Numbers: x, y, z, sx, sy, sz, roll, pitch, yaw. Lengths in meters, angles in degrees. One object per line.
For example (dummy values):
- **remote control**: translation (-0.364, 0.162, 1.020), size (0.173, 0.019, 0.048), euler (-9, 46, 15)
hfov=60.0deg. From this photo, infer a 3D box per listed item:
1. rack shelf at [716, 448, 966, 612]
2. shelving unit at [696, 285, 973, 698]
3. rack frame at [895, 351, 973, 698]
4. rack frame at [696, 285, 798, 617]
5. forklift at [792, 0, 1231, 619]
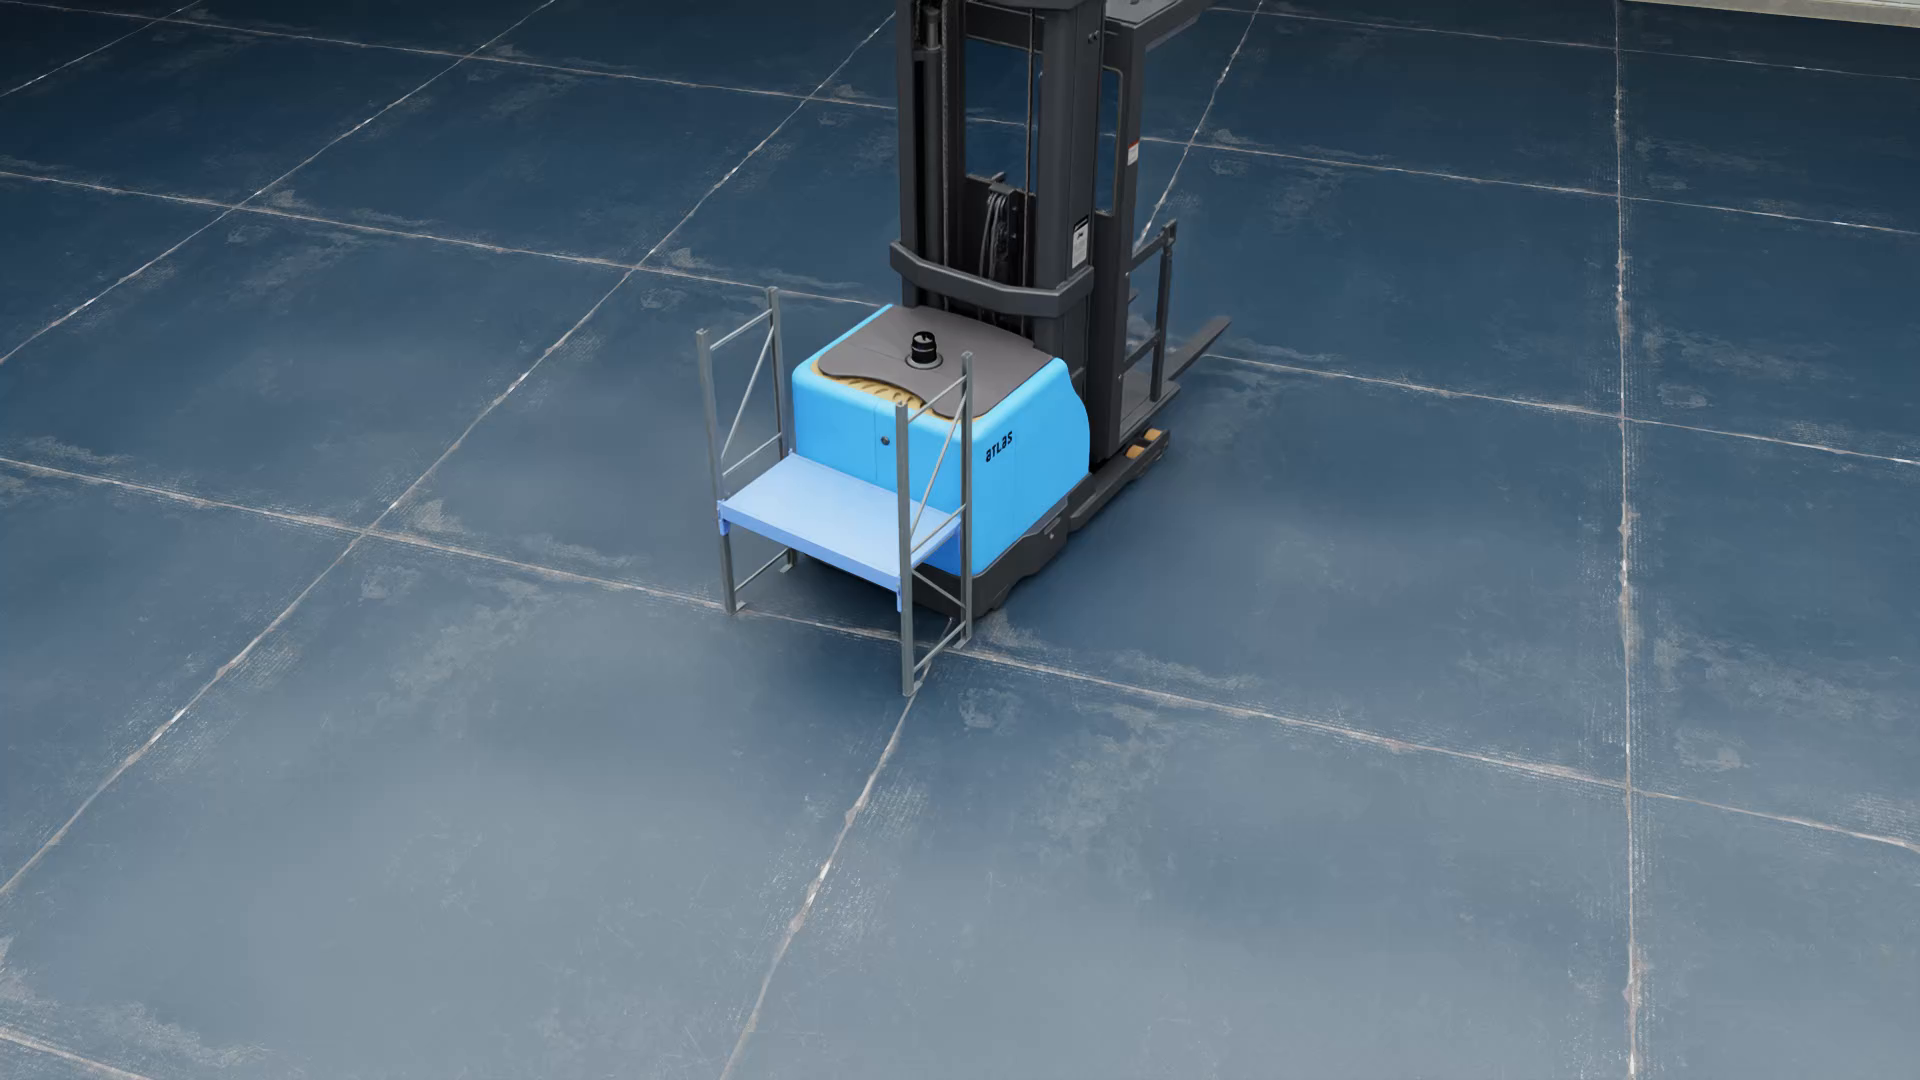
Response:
- **rack shelf**: translation (-0.521, -0.060, 7.370), size (1.000, 0.185, 0.538), euler (22, 42, 27)
- **shelving unit**: translation (-0.521, -0.205, 7.264), size (1.048, 1.500, 0.538), euler (22, 42, 27)
- **rack frame**: translation (-0.100, -0.037, 7.035), size (0.032, 1.500, 0.500), euler (22, 42, 27)
- **rack frame**: translation (-0.943, -0.374, 7.493), size (0.032, 1.500, 0.500), euler (22, 42, 27)
- **forklift**: translation (0.456, -1.651, 8.020), size (1.130, 2.935, 3.031), euler (21, 41, 26)
